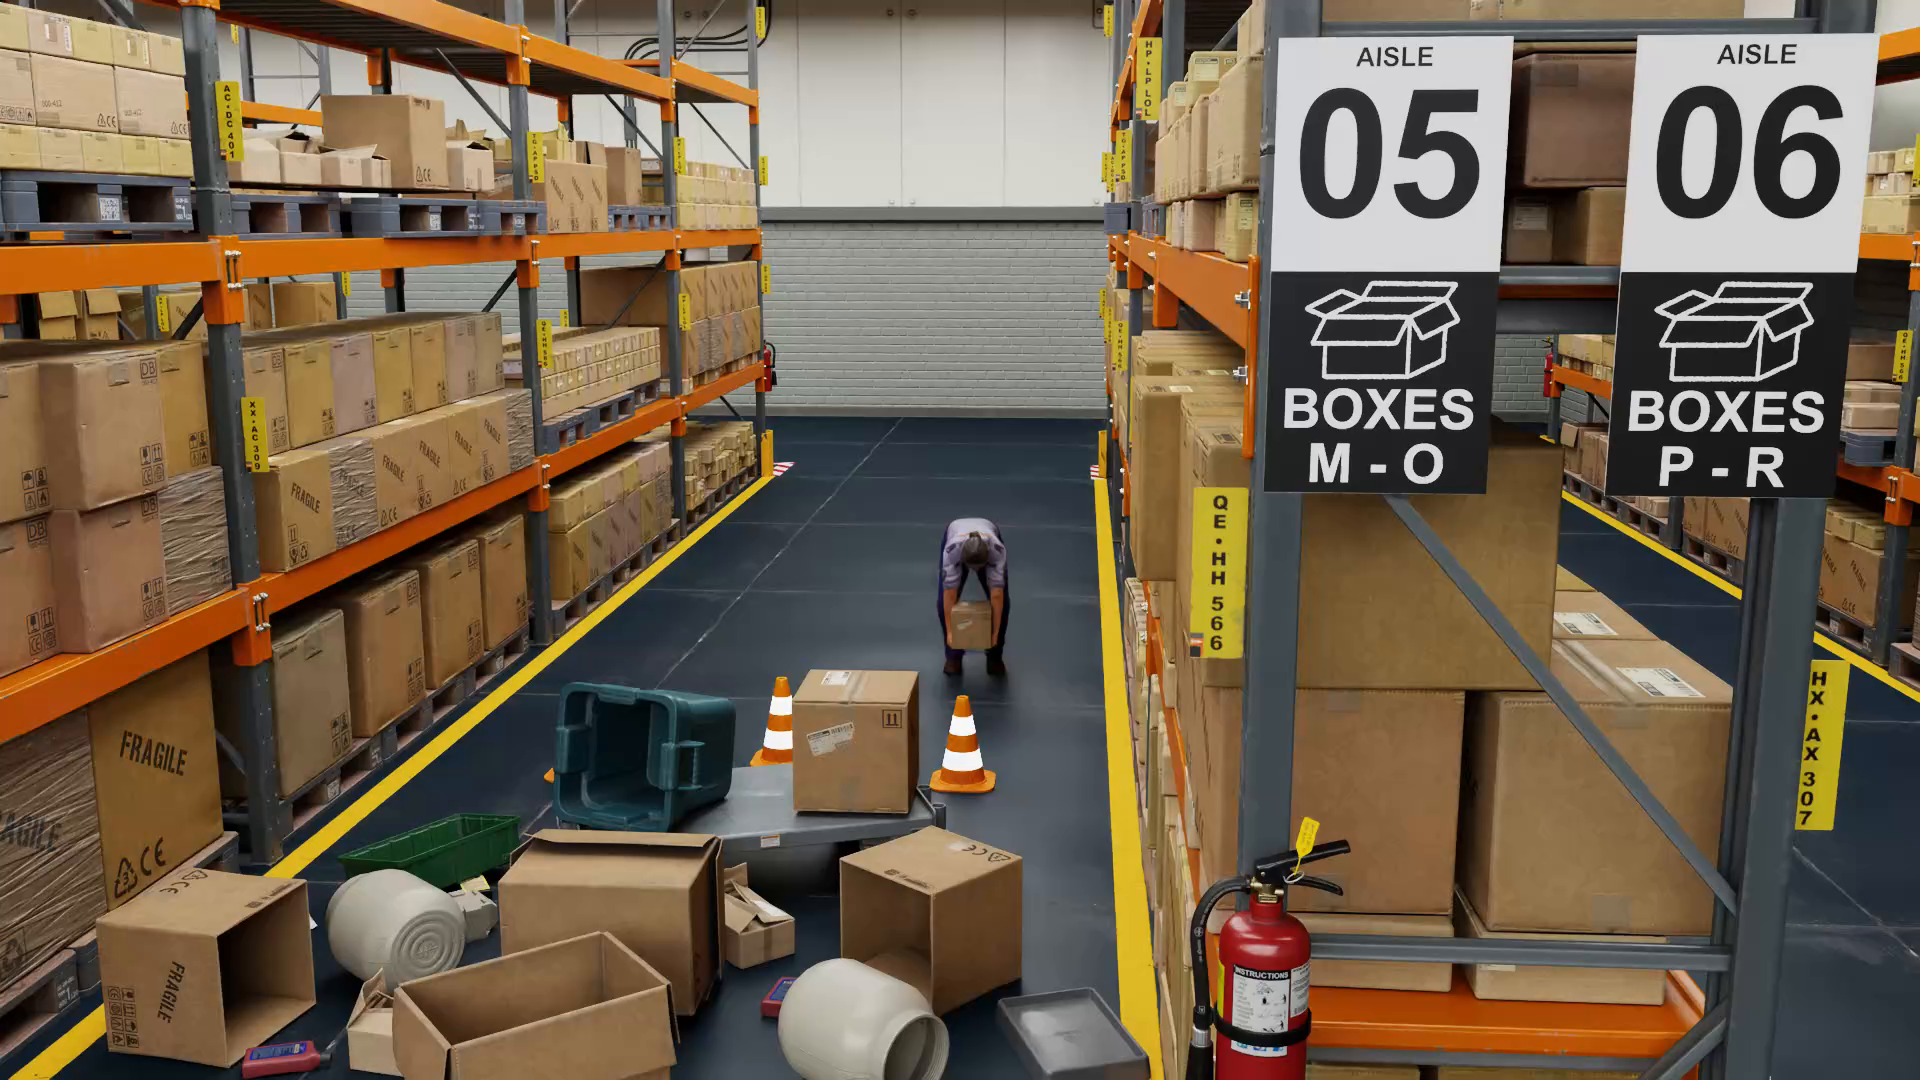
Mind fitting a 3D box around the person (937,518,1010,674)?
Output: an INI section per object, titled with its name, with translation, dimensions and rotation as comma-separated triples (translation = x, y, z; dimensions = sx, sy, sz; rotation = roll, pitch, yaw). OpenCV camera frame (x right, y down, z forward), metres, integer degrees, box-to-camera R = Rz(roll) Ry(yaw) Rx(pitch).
[person]
translation = 0.090, 0.387, 10.673
dimensions = 0.476, 1.003, 0.909
rotation = 0, 11, 0
